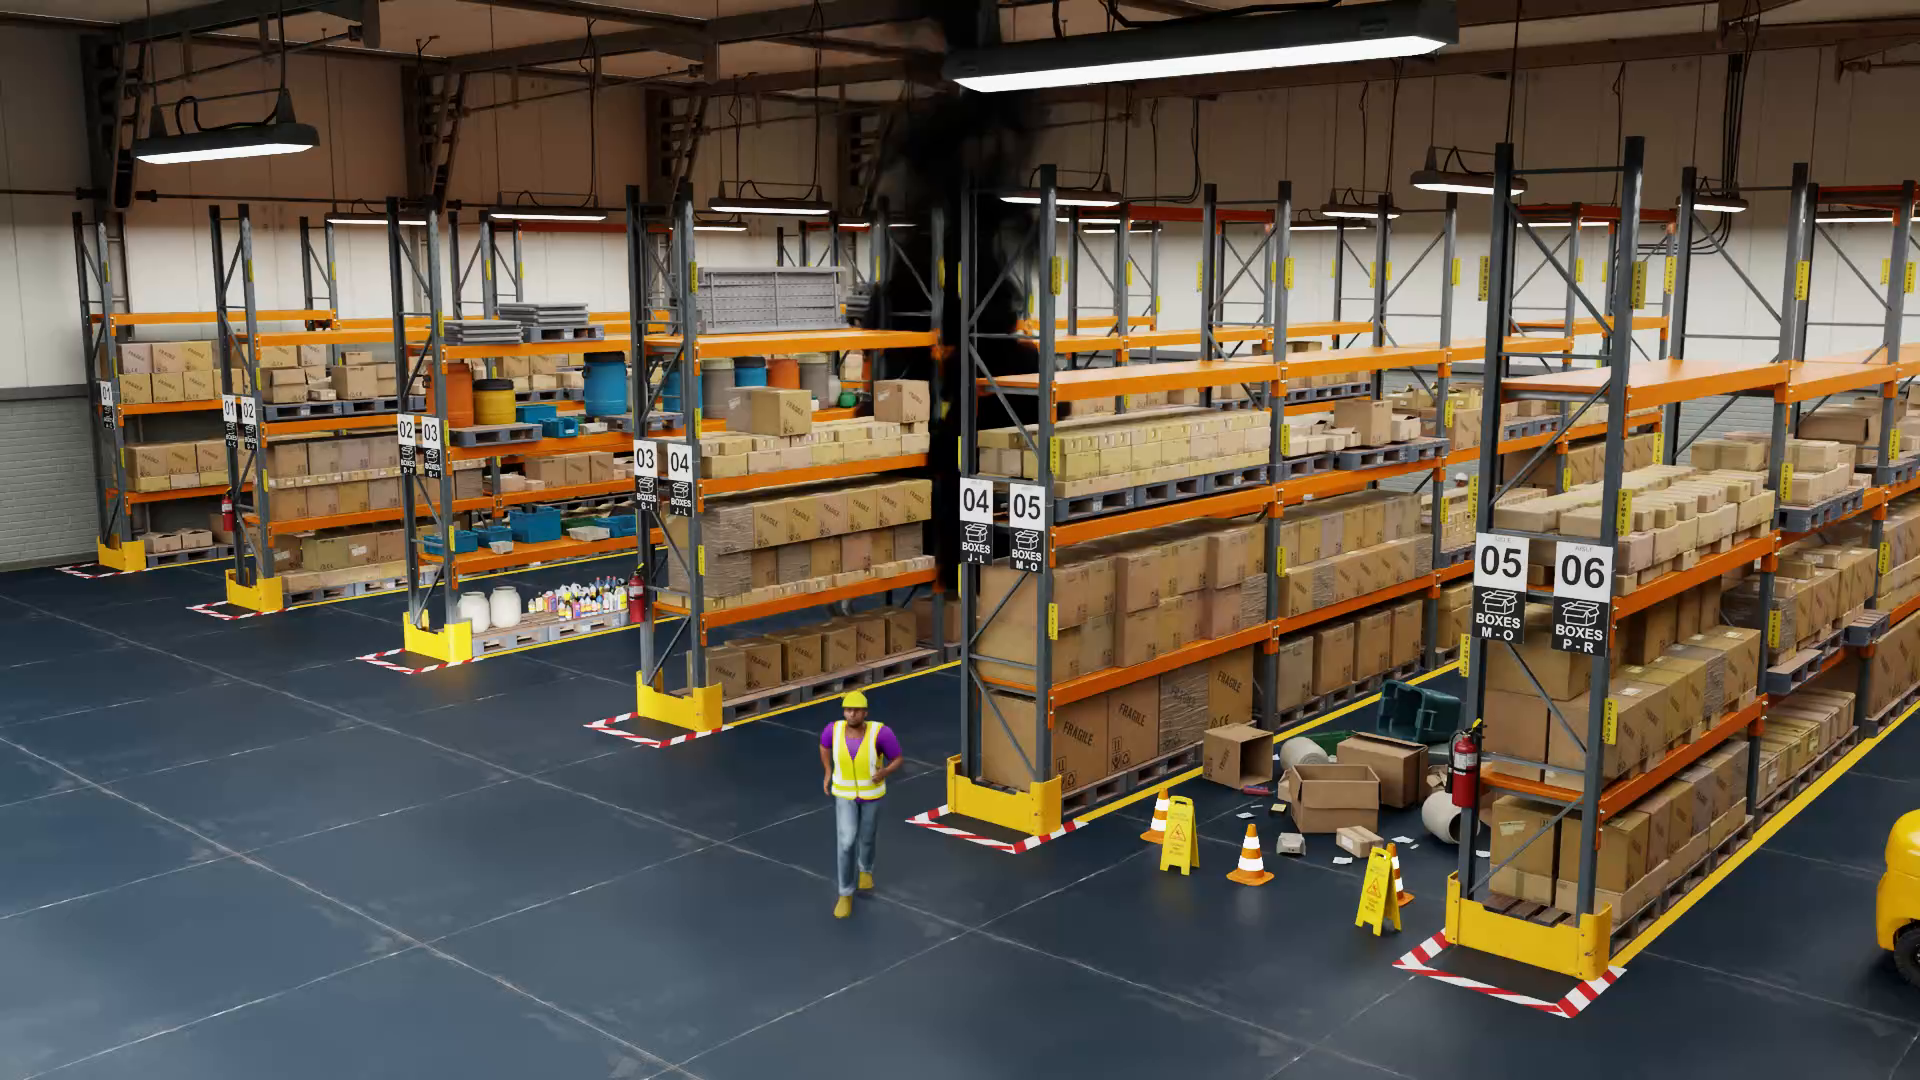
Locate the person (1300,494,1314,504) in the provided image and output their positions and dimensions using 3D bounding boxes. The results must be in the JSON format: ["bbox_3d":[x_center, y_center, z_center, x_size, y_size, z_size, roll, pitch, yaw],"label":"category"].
[{"bbox_3d":[5.398,0.089,25.803,0.628,1.647,0.716,7,12,38],"label":"person"}]

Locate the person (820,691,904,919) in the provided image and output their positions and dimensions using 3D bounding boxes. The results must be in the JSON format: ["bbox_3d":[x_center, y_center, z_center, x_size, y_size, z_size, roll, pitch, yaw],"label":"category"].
[{"bbox_3d":[-0.796,2.088,13.438,0.686,1.822,0.784,0,9,-1],"label":"person"}]

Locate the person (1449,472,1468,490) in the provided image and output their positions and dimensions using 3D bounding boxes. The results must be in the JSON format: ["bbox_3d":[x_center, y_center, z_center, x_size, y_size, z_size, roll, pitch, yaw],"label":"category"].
[{"bbox_3d":[8.107,-0.190,26.930,0.666,1.830,0.894,9,13,42],"label":"person"}]

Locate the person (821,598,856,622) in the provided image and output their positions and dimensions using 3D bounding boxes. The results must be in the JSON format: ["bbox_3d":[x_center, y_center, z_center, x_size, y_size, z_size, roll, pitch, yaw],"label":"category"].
[{"bbox_3d":[-1.650,0.501,22.913,0.644,1.751,0.642,6,11,32],"label":"person"}]
